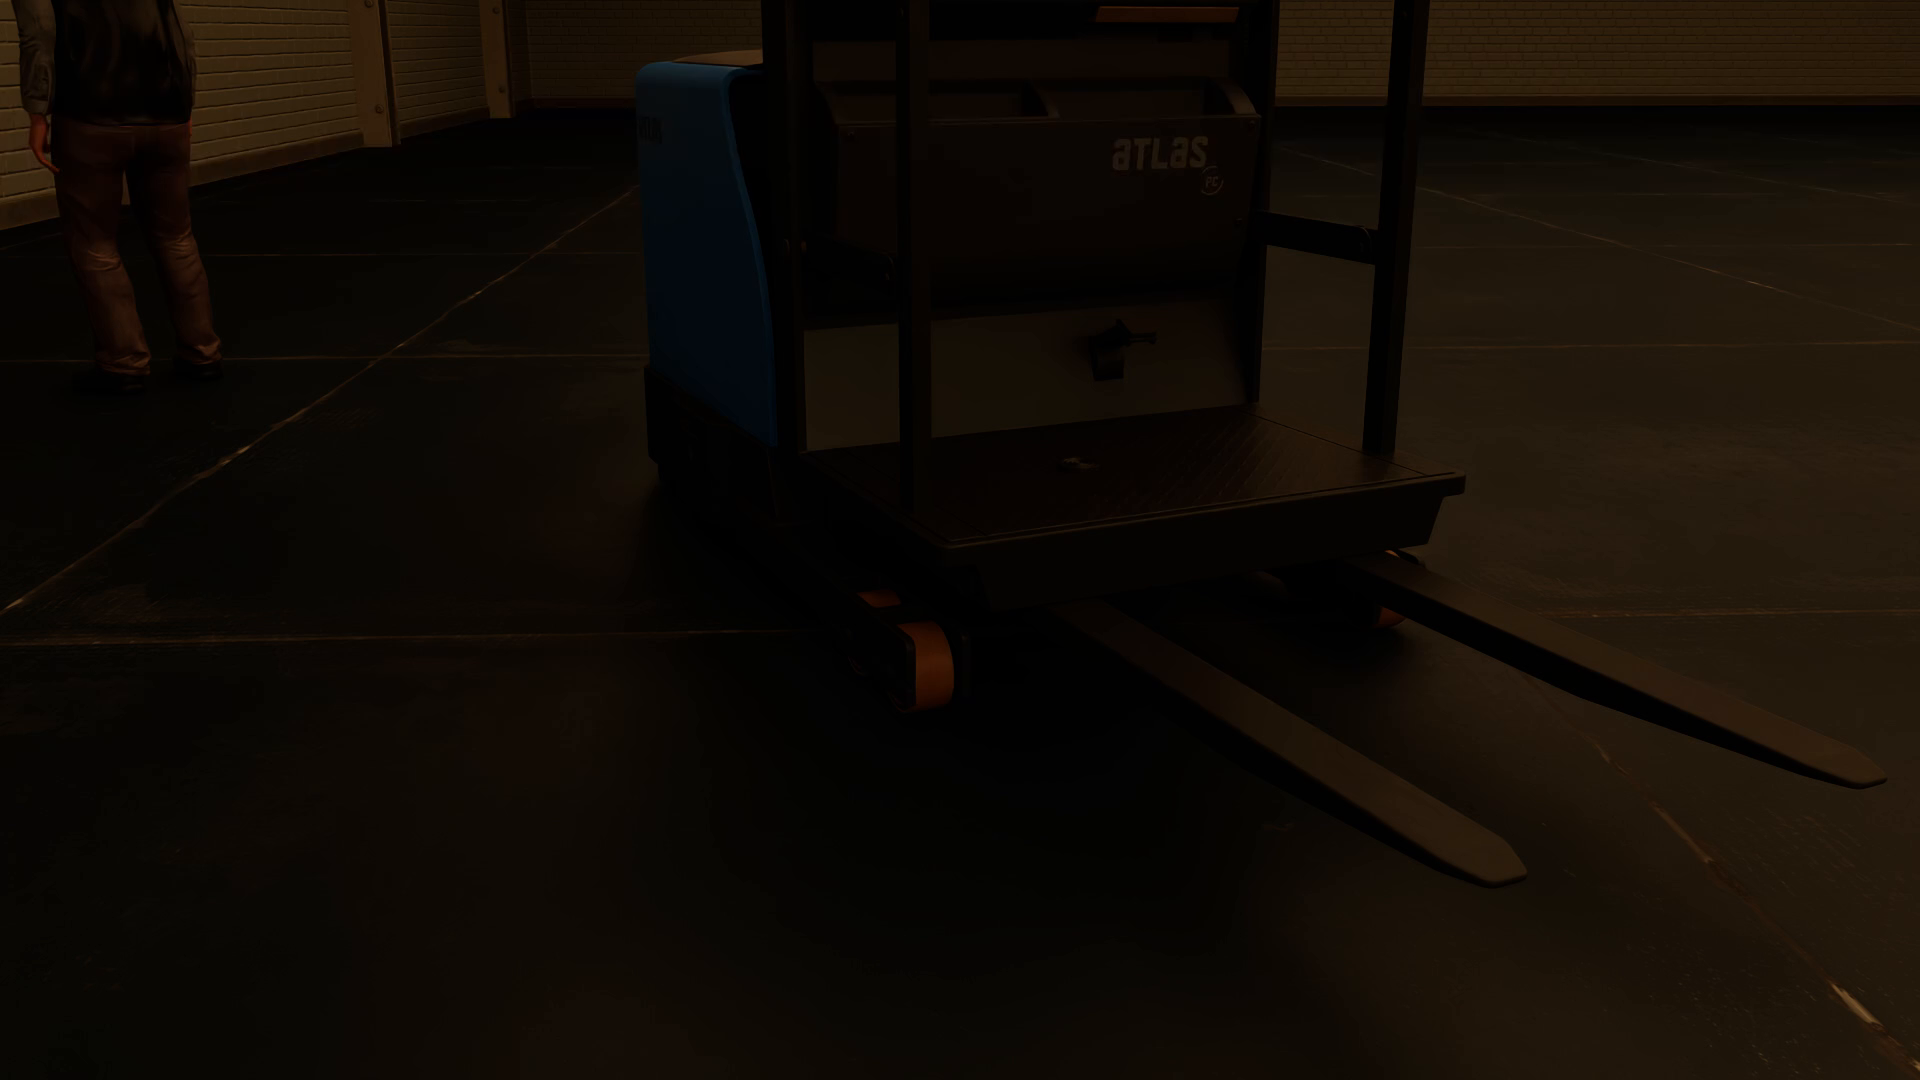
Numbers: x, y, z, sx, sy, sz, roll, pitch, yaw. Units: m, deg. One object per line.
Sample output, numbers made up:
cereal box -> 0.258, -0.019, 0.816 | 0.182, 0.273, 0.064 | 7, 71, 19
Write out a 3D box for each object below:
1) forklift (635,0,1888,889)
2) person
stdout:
forklift -> 0.258, -1.240, 2.962 | 1.130, 2.935, 3.031 | -8, 19, -24
person -> -2.721, -1.343, 5.373 | 0.423, 1.719, 0.579 | 11, 20, 31
